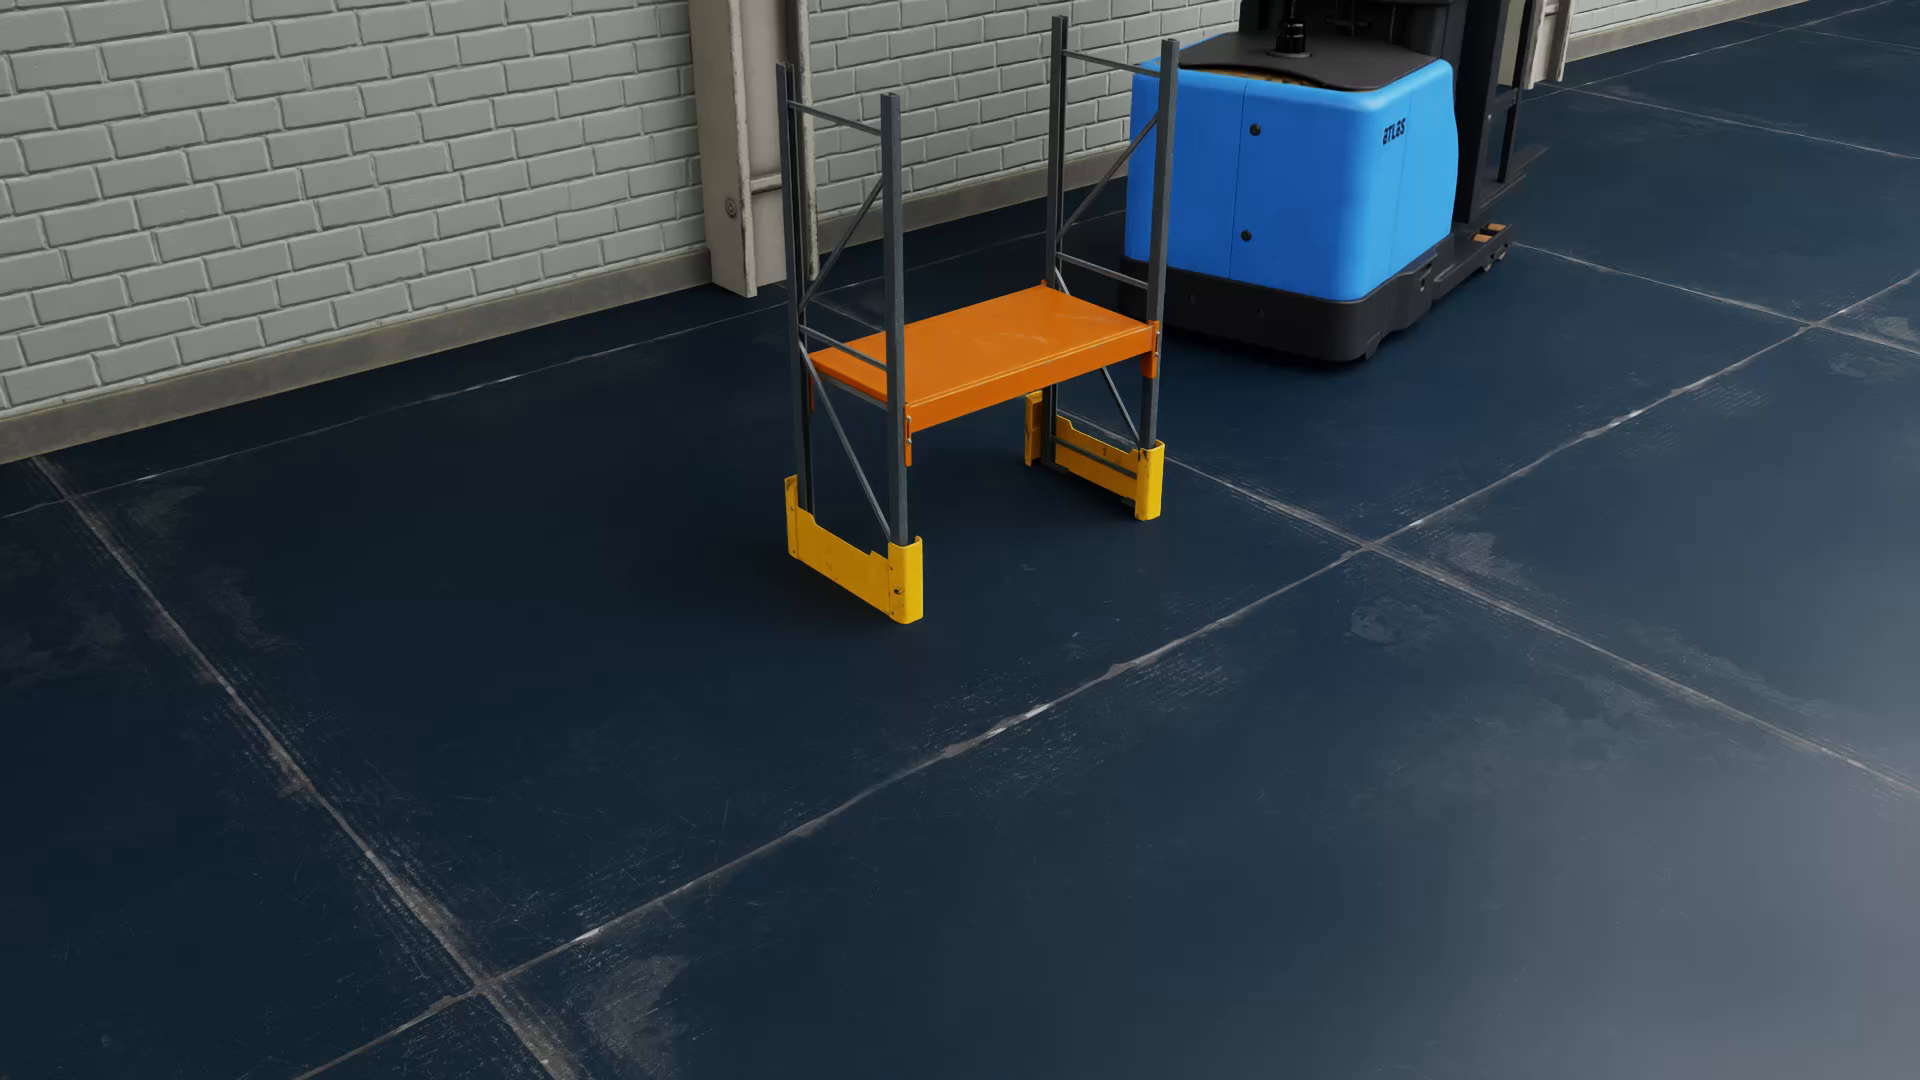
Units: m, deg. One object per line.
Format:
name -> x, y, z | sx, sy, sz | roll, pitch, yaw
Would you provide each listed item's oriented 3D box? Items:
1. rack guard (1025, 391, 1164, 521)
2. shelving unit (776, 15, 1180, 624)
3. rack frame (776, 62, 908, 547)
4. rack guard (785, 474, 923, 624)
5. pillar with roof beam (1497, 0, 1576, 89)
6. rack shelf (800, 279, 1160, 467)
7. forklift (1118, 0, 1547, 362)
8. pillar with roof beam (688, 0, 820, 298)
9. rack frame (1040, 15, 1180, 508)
rack guard -> 0.437, -0.286, 5.520 | 0.087, 0.250, 0.587 | -22, 35, -35
shelving unit -> 0.058, -0.685, 4.940 | 1.083, 1.500, 0.587 | -22, 35, -35
rack frame -> -0.322, -0.532, 4.654 | 0.032, 1.500, 0.500 | -22, 35, -35
rack guard -> -0.321, 0.019, 4.950 | 0.087, 0.250, 0.587 | -22, 35, -35
pillar with roof beam -> 6.486, -5.427, 5.858 | 0.400, 9.000, 9.100 | -22, 35, -35
rack shelf -> 0.065, -0.529, 5.030 | 1.000, 0.185, 0.538 | -22, 35, -35
forklift -> 1.896, -2.621, 7.045 | 1.130, 2.935, 3.031 | 18, 33, 30
pillar with roof beam -> 1.921, -3.592, 2.423 | 0.400, 9.000, 9.100 | -22, 35, -35
rack frame -> 0.452, -0.843, 5.236 | 0.032, 1.500, 0.500 | -22, 35, -35
